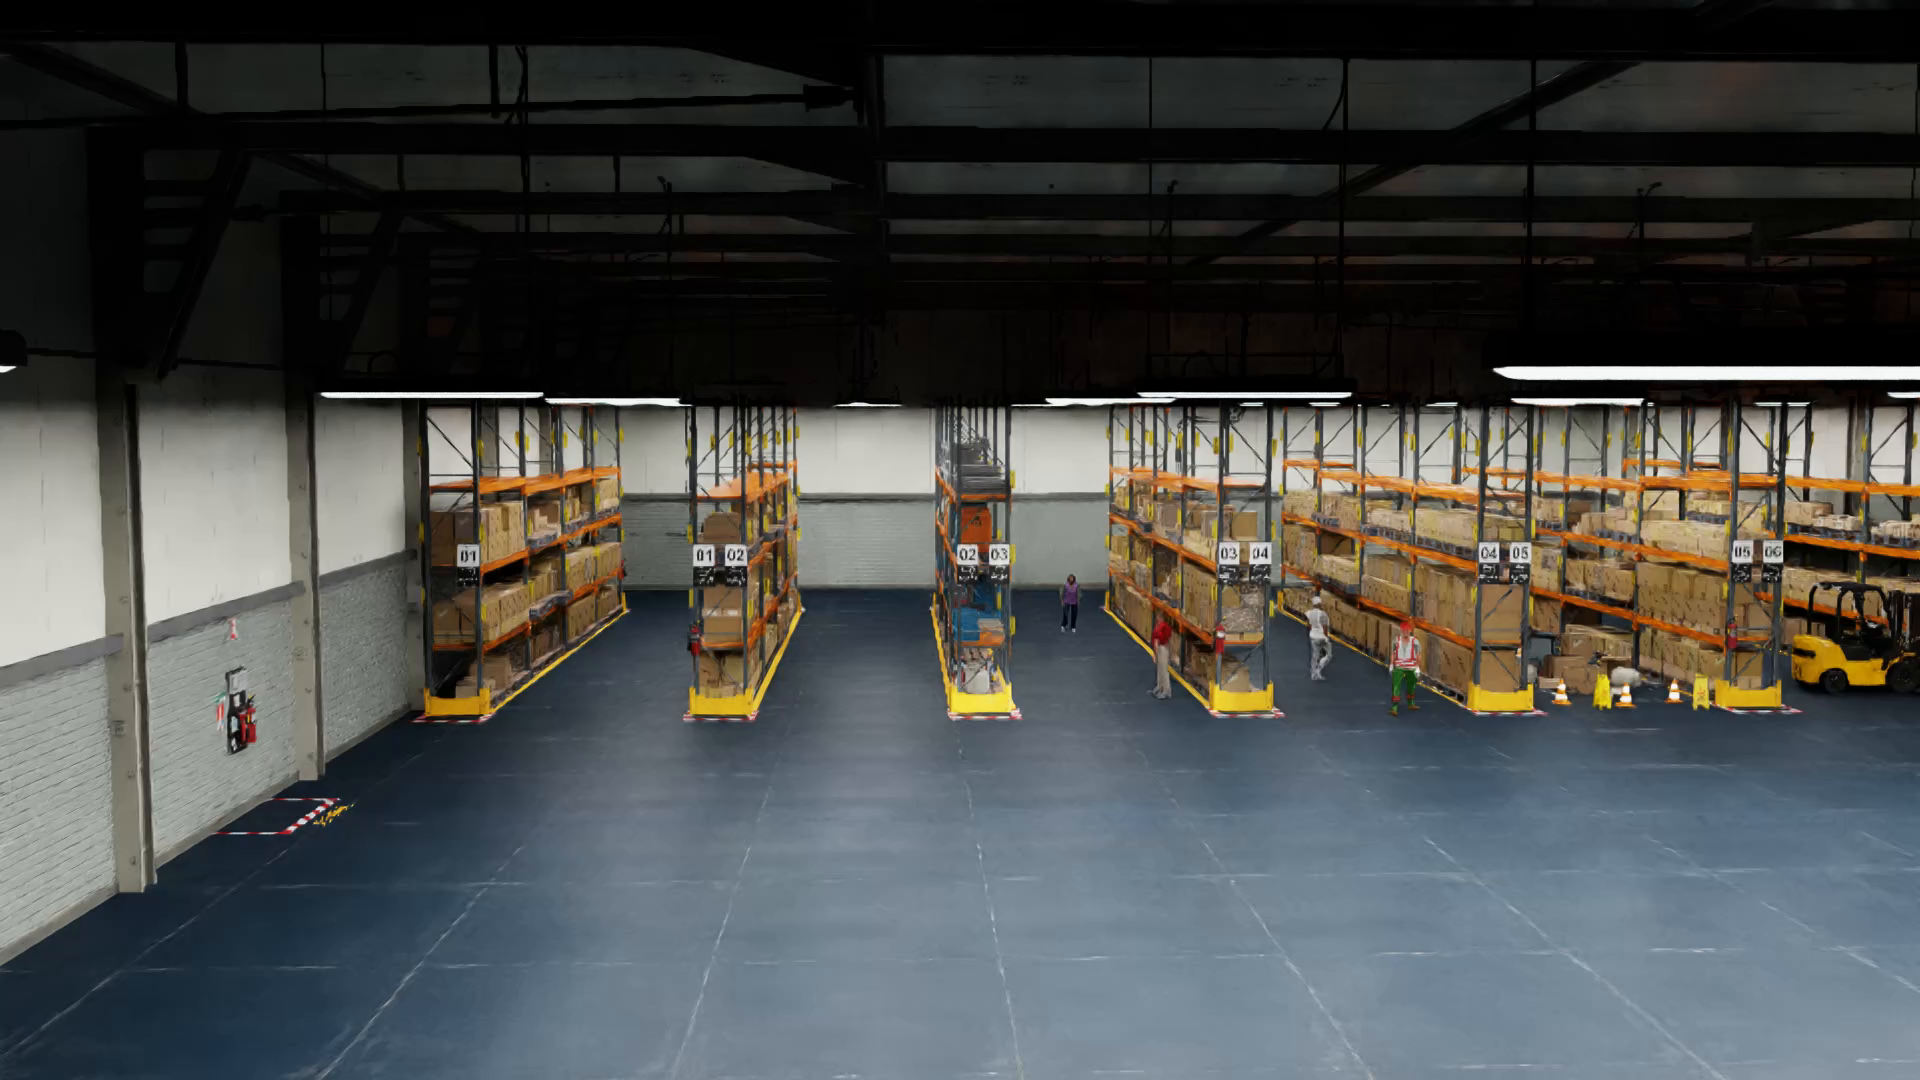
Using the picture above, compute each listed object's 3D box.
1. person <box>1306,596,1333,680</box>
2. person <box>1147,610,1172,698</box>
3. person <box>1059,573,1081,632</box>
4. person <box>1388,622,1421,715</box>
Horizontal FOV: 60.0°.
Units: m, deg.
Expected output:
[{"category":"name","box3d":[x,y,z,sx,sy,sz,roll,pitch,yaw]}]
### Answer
[{"category":"person","box3d":[7.551,2.077,35.056,0.447,1.772,0.600,-3,5,-31]},{"category":"person","box3d":[3.976,2.243,33.110,0.578,1.721,0.655,2,5,26]},{"category":"person","box3d":[2.819,1.623,42.623,0.566,1.508,0.519,0,5,-5]},{"category":"person","box3d":[8.357,2.396,31.260,0.593,1.744,0.964,2,5,21]}]
